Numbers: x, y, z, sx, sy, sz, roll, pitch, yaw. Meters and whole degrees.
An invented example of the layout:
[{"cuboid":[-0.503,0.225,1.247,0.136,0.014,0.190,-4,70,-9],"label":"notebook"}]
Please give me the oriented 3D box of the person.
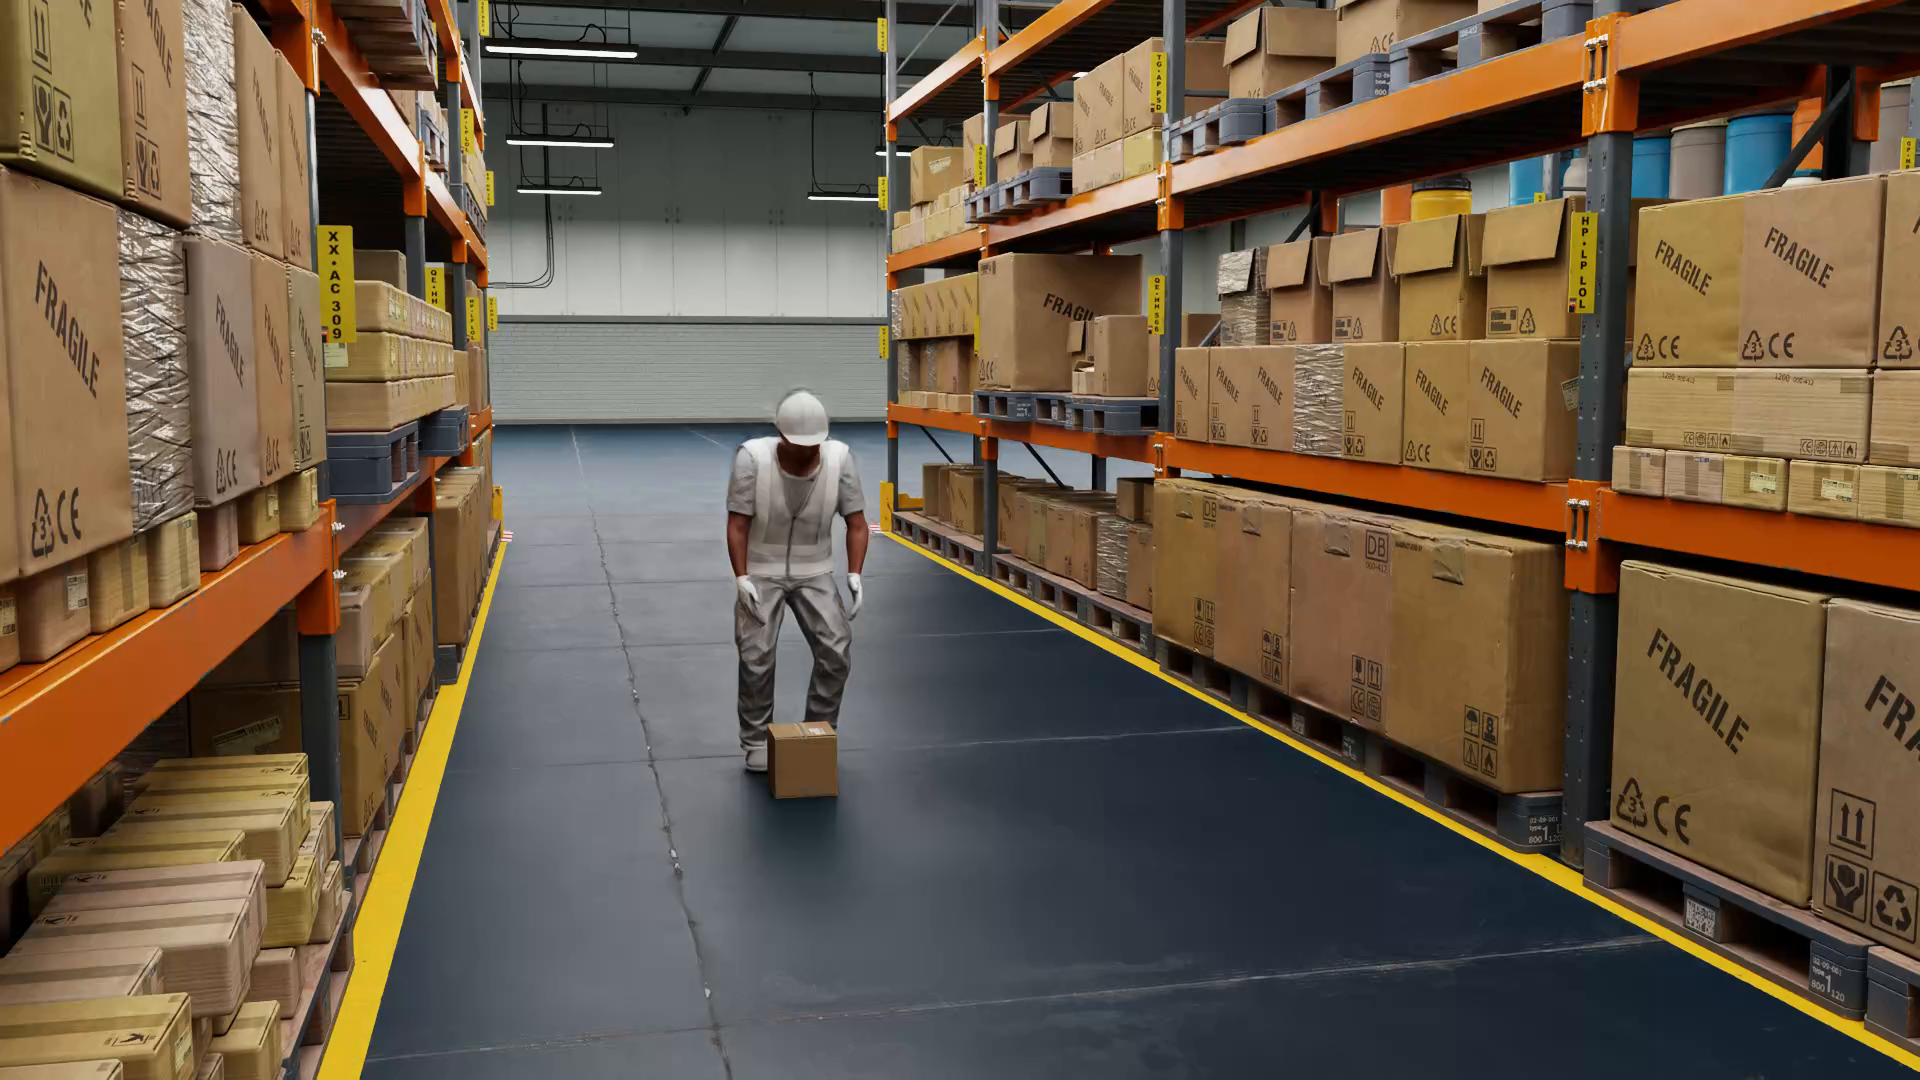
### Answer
[{"cuboid":[-0.690,0.172,7.056,0.601,1.602,0.629,-1,6,-13],"label":"person"}]
